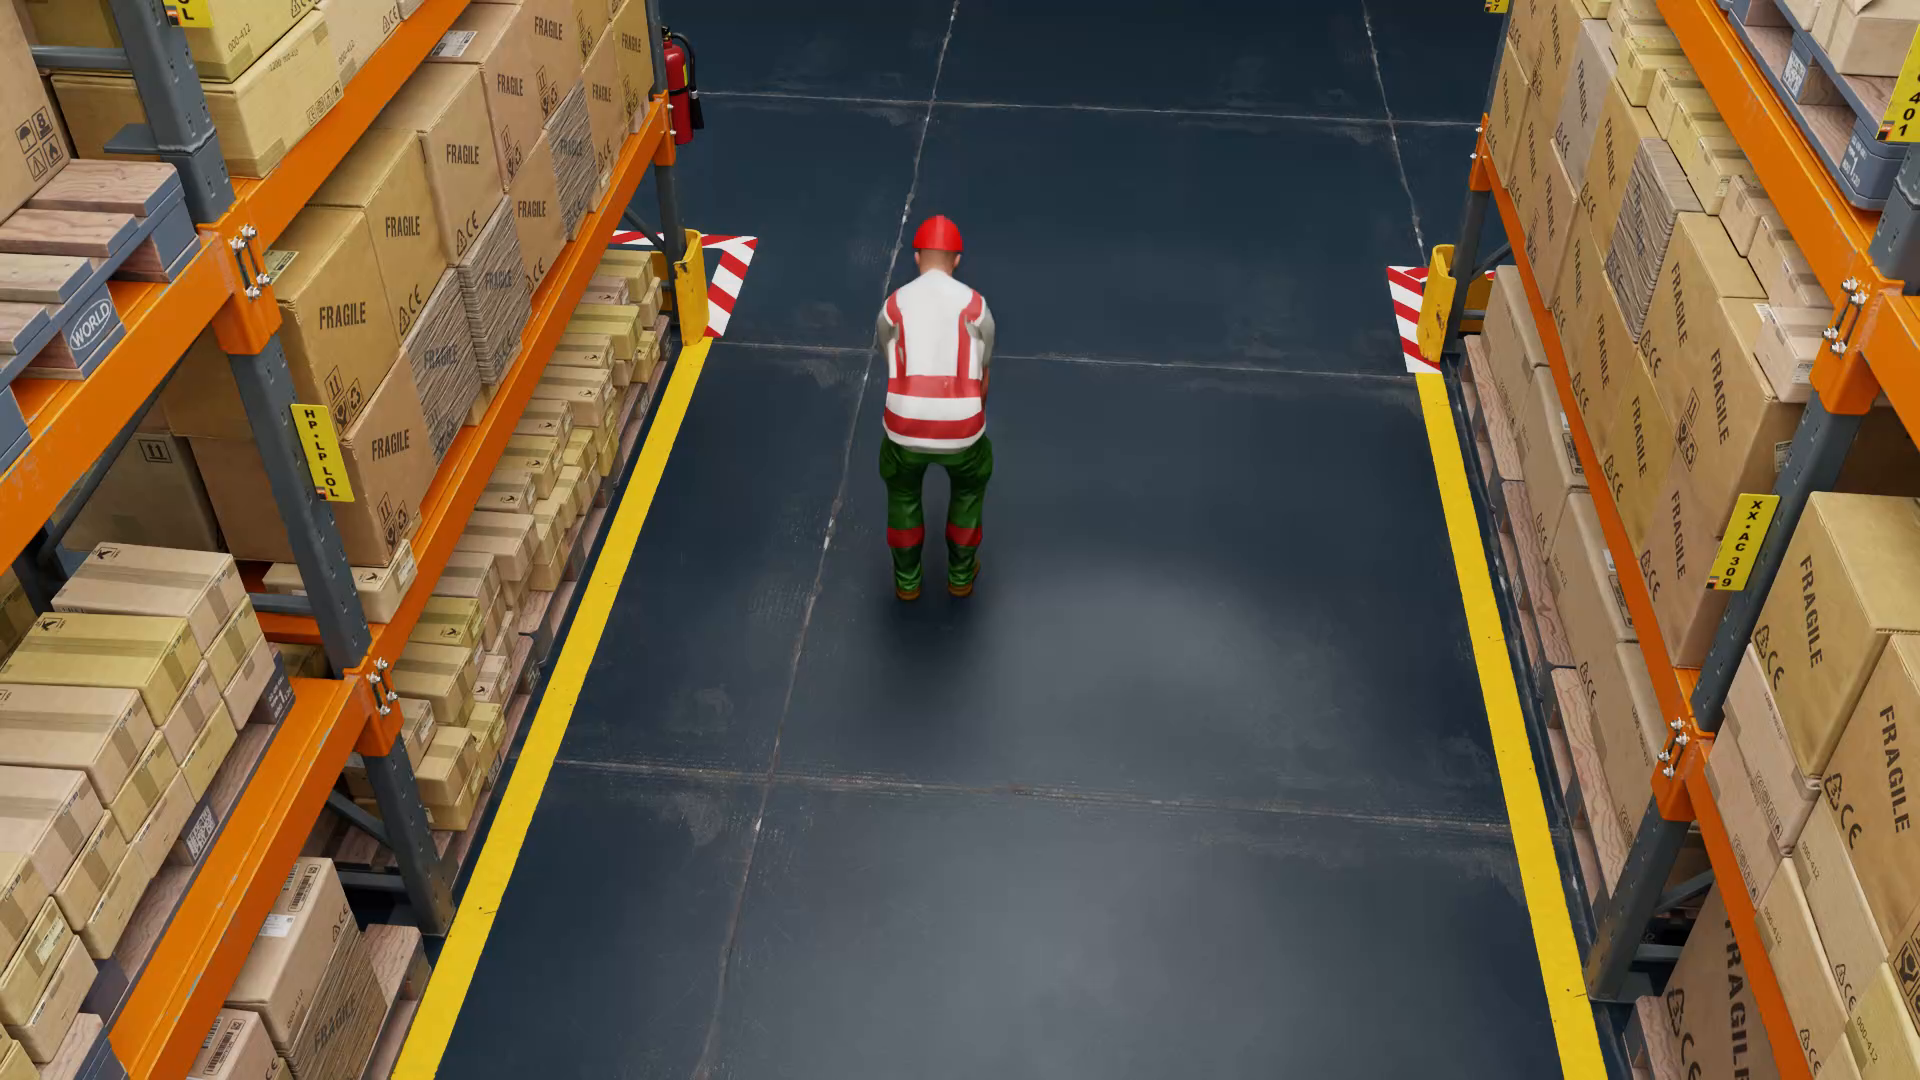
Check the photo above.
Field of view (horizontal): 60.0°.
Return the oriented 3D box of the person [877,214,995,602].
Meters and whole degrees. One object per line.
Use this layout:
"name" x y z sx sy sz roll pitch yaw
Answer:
"person" -0.096 -0.519 6.923 0.484 1.581 0.784 2 40 3
